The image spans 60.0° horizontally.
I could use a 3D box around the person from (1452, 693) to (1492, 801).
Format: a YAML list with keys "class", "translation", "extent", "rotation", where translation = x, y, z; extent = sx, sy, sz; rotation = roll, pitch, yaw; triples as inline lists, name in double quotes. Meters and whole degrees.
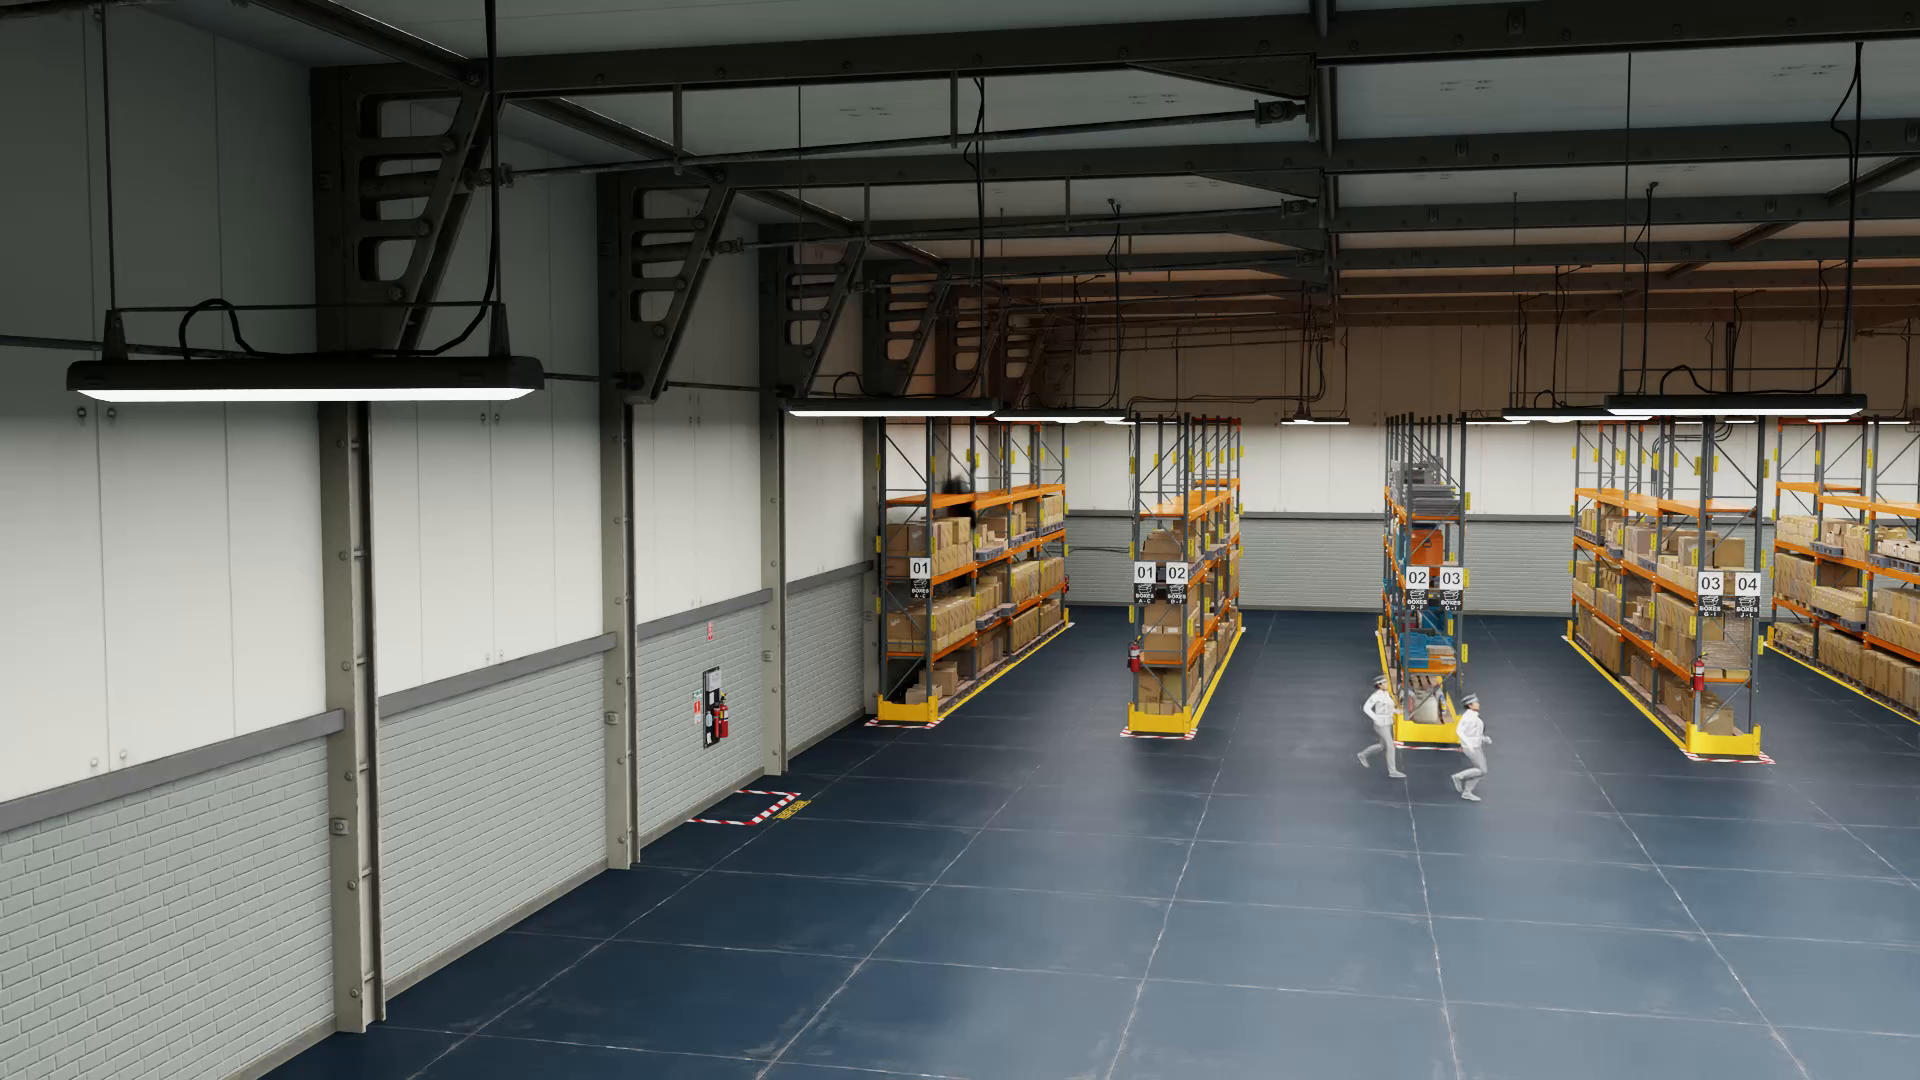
- class: "person"
  translation: [7.869, 3.174, 25.532]
  extent: [0.549, 1.654, 0.614]
  rotation: [2, 4, 29]

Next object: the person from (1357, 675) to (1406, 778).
- class: "person"
  translation: [6.909, 3.030, 27.269]
  extent: [0.892, 1.664, 0.623]
  rotation: [3, 5, 37]

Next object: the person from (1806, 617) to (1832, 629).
- class: "person"
  translation: [22.813, 1.833, 44.383]
  extent: [0.709, 1.747, 0.949]
  rotation: [-2, 4, -24]
